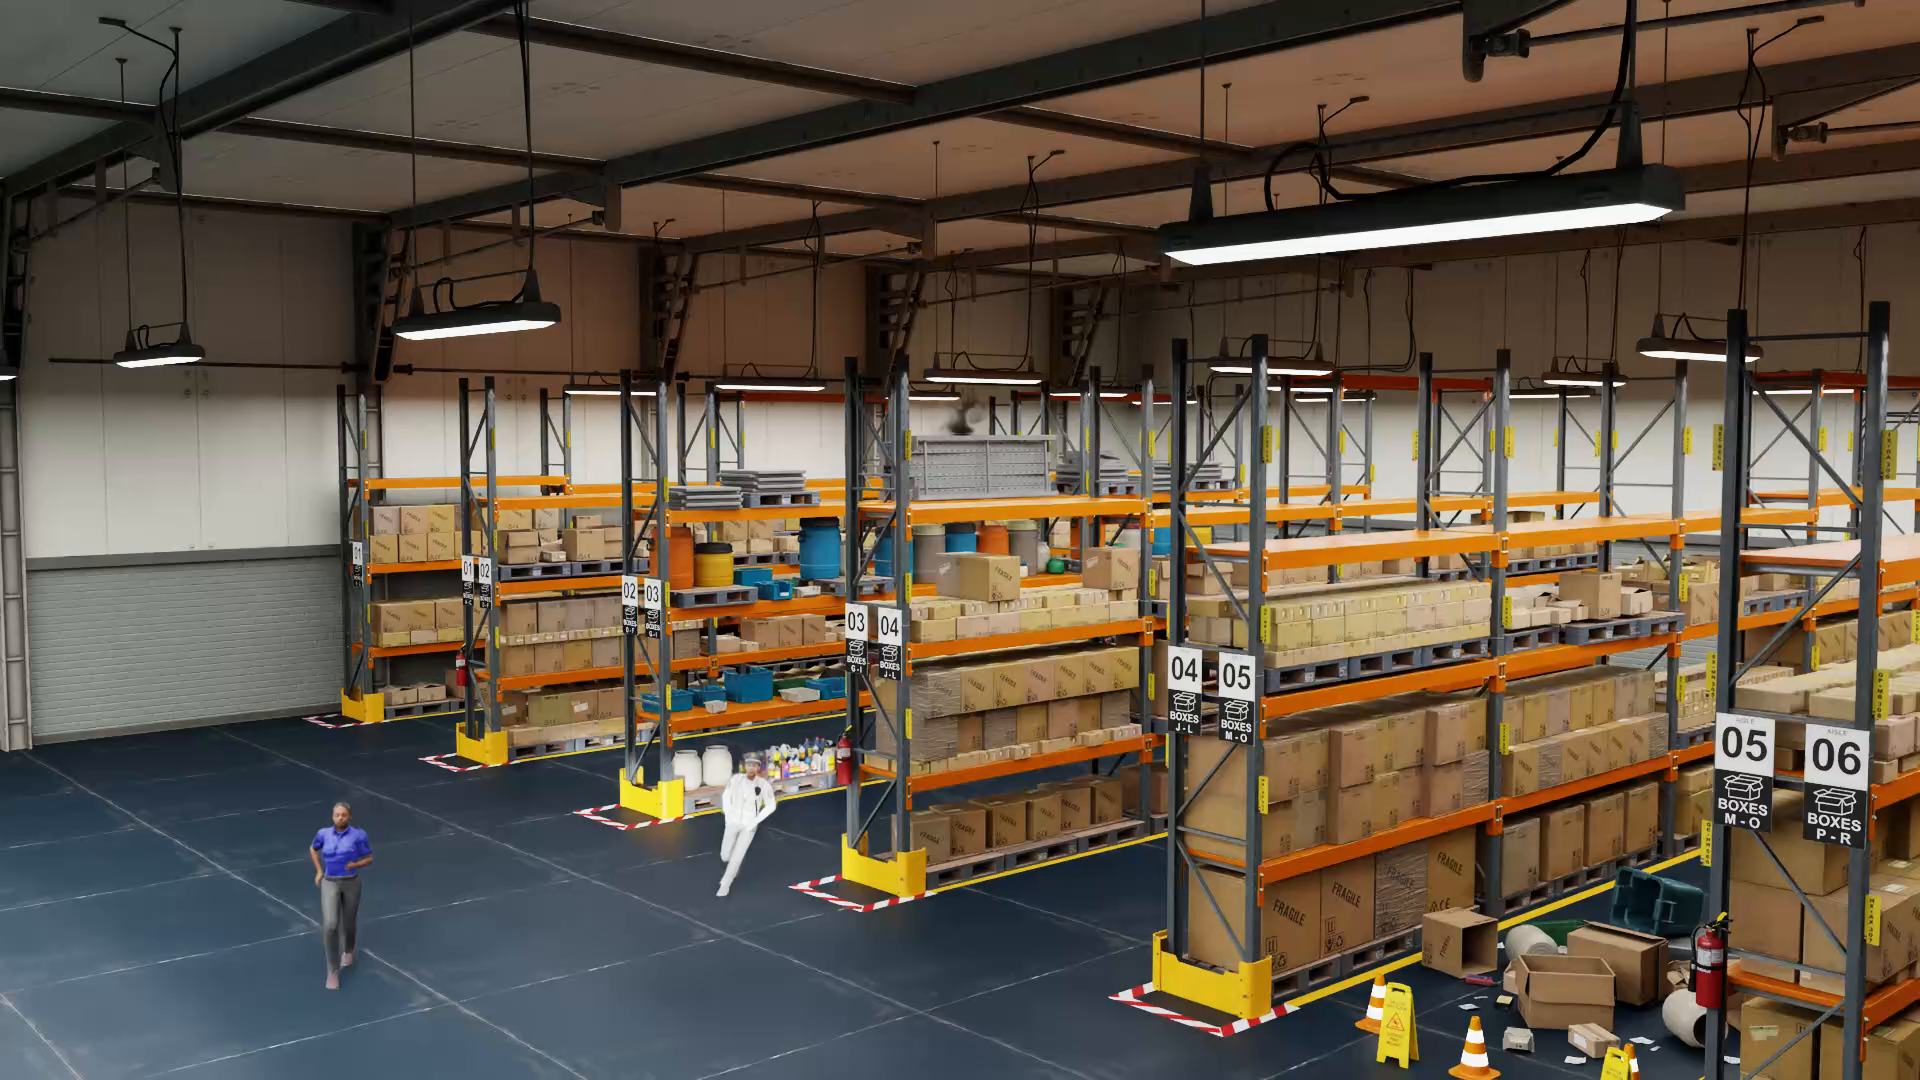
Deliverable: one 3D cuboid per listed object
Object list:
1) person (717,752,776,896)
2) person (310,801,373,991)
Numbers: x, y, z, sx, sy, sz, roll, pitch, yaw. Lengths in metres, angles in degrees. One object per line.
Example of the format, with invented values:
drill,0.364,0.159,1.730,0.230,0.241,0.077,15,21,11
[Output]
person,-2.372,3.143,18.637,0.662,1.612,0.590,1,4,9
person,-5.825,3.314,15.685,0.560,1.720,0.778,-1,4,-20
